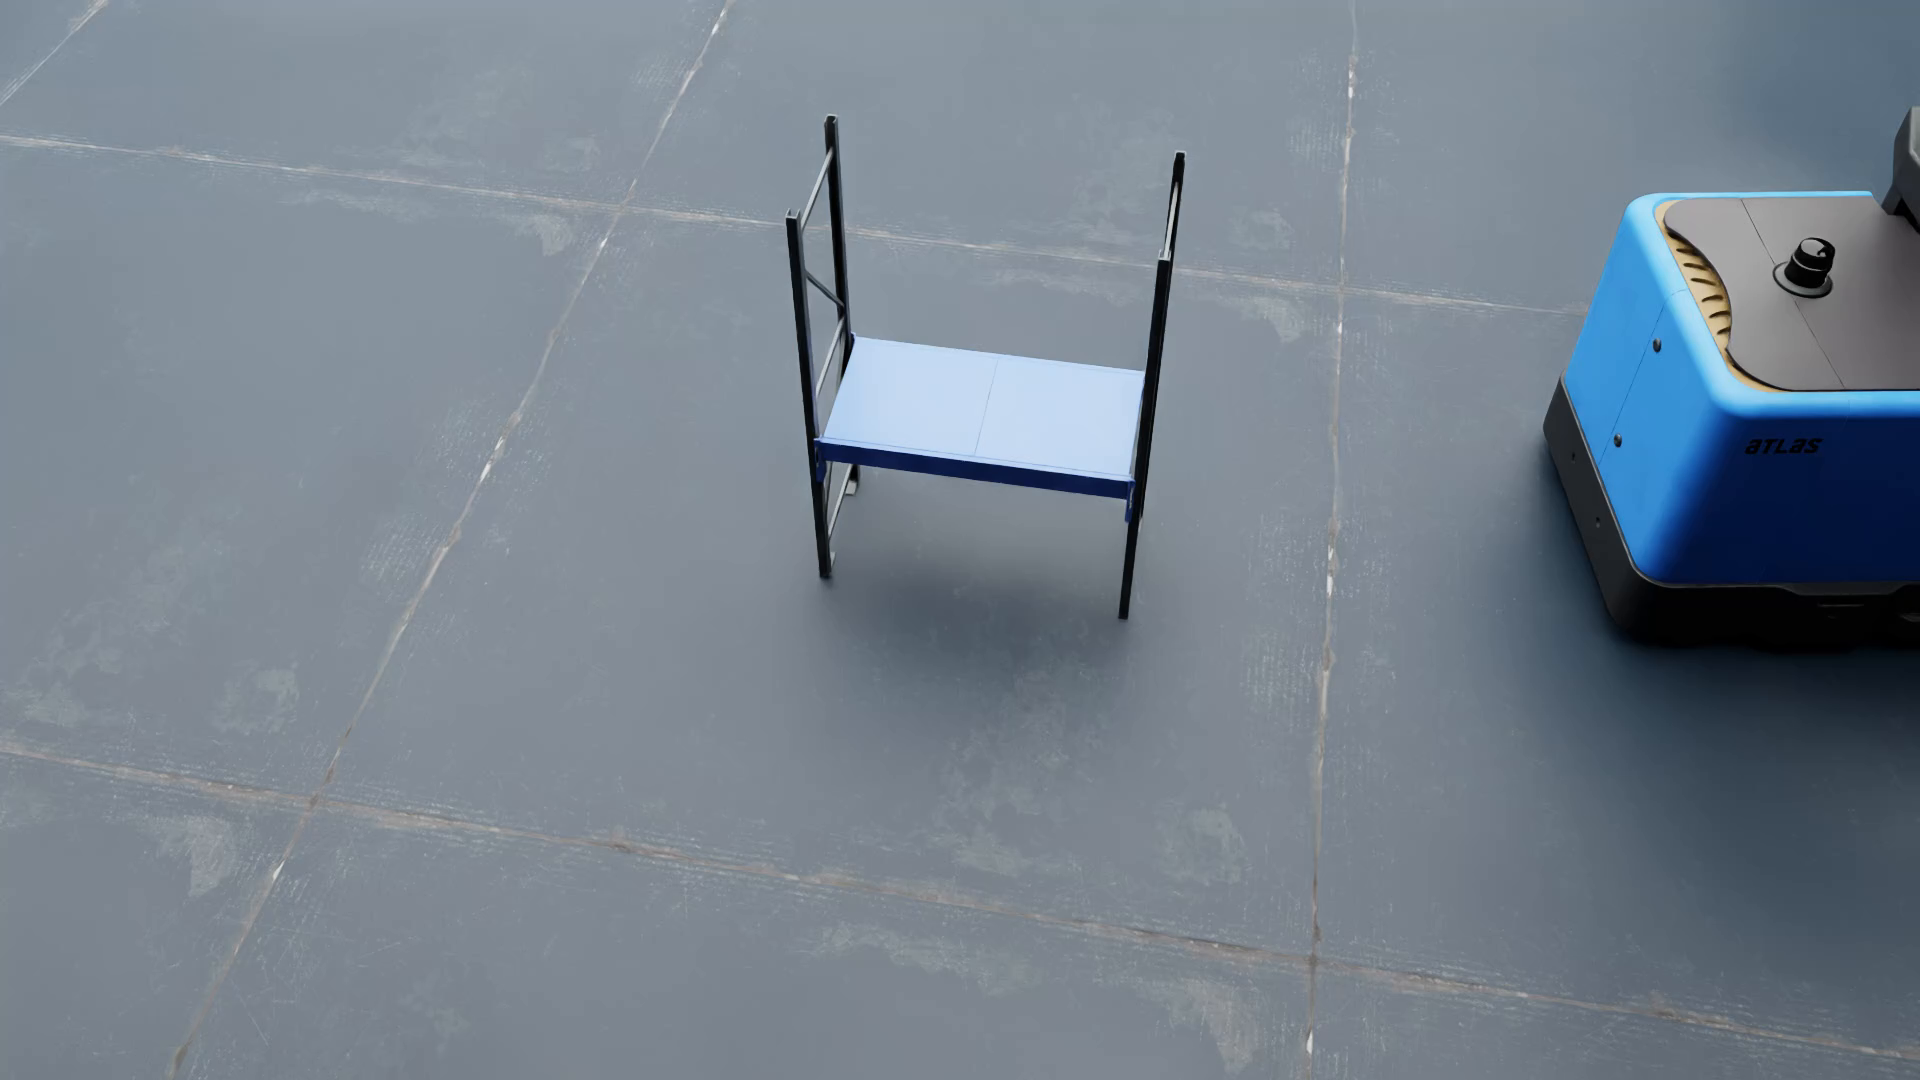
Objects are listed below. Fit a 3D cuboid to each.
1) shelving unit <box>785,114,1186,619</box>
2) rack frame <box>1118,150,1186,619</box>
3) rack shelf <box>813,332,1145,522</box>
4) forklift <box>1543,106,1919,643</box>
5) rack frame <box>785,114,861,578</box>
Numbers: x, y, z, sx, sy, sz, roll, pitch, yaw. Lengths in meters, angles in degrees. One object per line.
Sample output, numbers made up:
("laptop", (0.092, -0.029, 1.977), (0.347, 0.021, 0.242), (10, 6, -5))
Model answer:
("shelving unit", (0.084, -0.490, 5.182), (1.048, 1.500, 0.538), (8, 49, 7))
("rack frame", (0.584, -0.423, 5.122), (0.032, 1.500, 0.500), (8, 49, 7))
("rack shelf", (0.084, -0.370, 5.316), (1.000, 0.185, 0.538), (8, 49, 7))
("forklift", (3.630, -1.033, 4.708), (3.031, 2.935, 1.130), (-1, 48, -1))
("rack frame", (-0.416, -0.557, 5.242), (0.032, 1.500, 0.500), (8, 49, 7))
